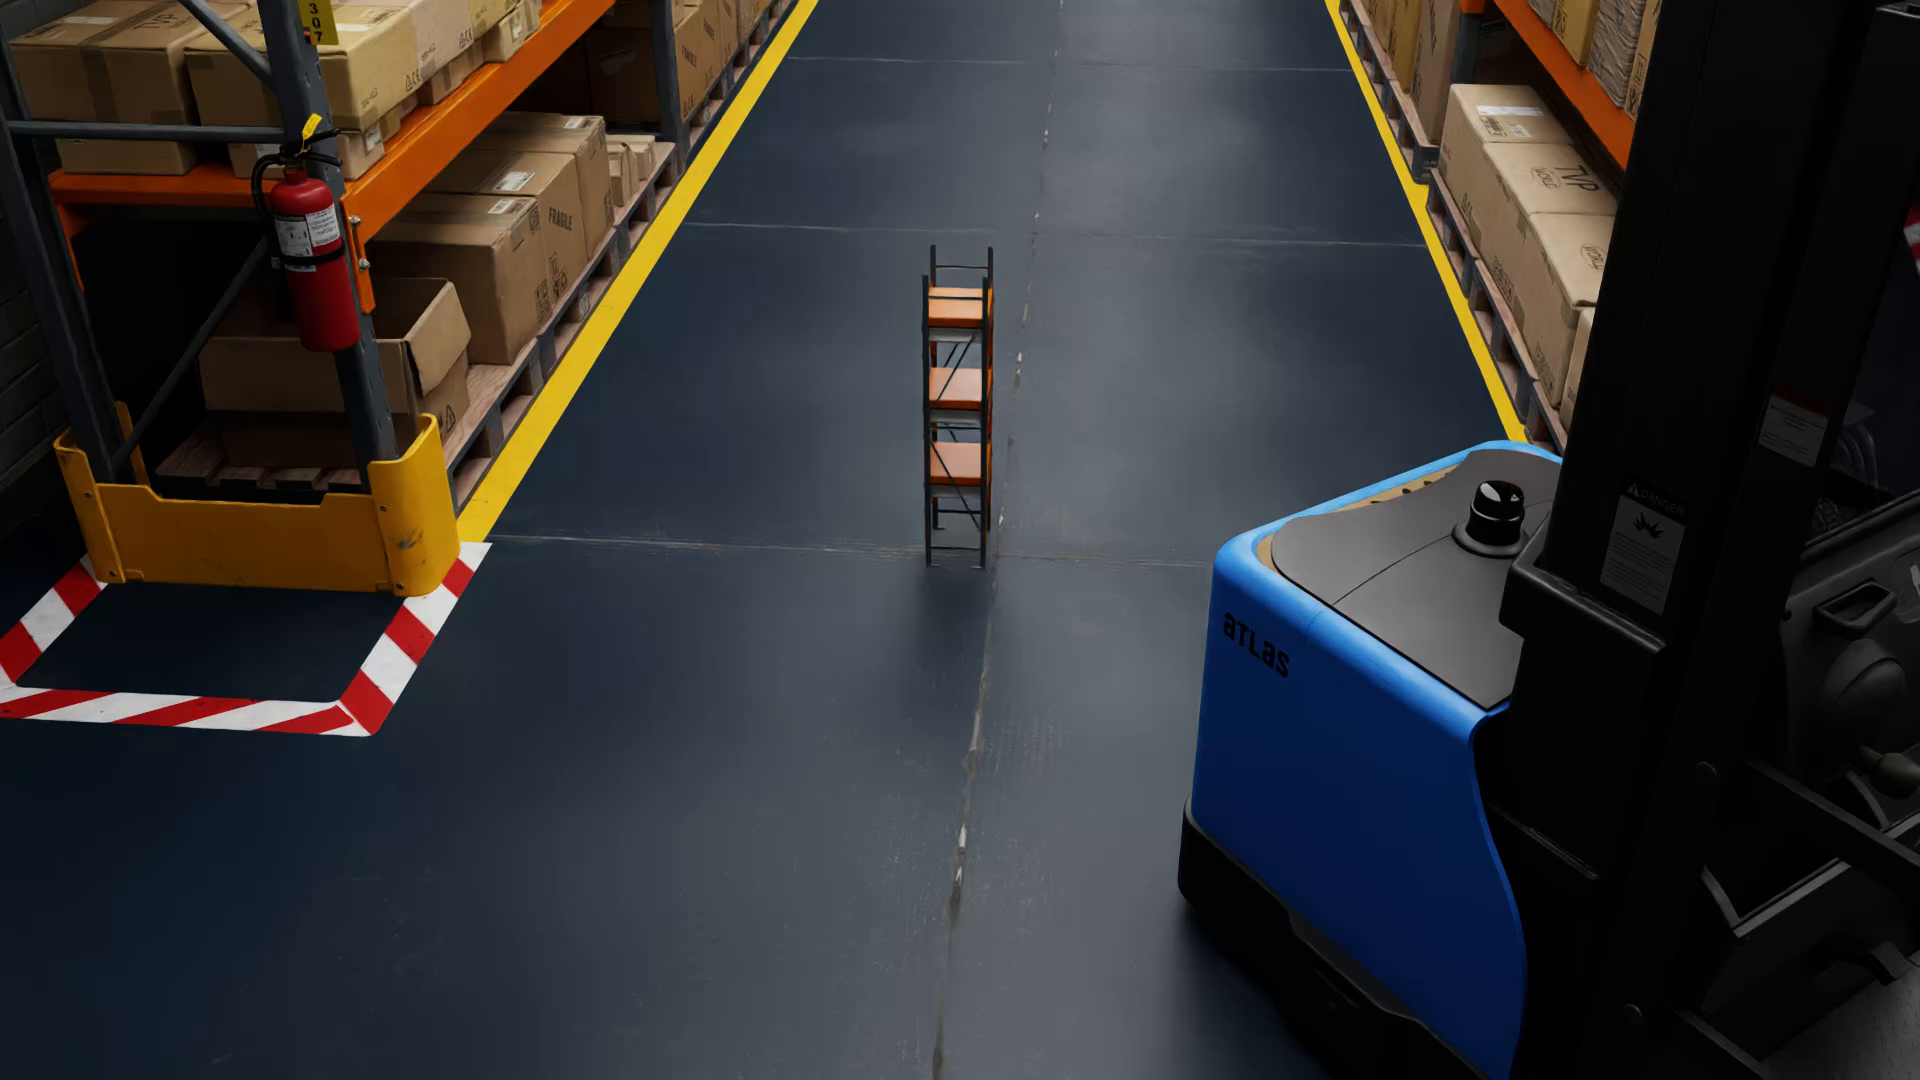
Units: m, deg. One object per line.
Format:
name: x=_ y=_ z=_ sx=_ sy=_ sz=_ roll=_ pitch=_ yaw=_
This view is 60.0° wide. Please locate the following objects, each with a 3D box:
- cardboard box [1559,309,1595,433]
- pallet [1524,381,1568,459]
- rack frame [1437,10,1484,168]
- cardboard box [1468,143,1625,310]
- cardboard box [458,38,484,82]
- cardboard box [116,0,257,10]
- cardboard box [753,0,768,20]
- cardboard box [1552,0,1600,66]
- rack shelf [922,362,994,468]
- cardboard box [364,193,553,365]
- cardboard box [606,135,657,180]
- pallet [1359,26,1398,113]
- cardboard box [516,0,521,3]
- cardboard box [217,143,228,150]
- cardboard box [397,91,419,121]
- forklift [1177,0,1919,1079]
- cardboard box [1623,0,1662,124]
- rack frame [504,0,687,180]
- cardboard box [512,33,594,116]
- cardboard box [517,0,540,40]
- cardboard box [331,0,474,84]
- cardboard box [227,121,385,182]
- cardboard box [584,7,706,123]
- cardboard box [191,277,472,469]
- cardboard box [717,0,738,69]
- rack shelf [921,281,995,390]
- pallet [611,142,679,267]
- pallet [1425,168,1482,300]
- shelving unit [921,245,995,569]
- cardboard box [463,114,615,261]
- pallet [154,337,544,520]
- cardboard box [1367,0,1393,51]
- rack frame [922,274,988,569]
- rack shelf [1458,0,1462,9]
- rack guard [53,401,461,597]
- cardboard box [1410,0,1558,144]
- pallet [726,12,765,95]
cardboard box: x=2.596 y=-0.390 z=5.565 sx=0.875 sy=0.438 sz=0.875 roll=1 pitch=32 yaw=2
pallet: x=2.629 y=-0.187 z=5.852 sx=1.003 sy=0.211 sz=1.213 roll=2 pitch=32 yaw=4
rack frame: x=2.967 y=-3.044 z=7.830 sx=1.000 sy=3.000 sz=0.127 roll=2 pitch=32 yaw=4
cardboard box: x=2.737 y=-1.340 z=7.108 sx=0.875 sy=0.438 sz=0.875 roll=2 pitch=32 yaw=3
cardboard box: x=-1.947 y=-1.758 z=5.984 sx=0.380 sy=0.149 sz=0.250 roll=3 pitch=32 yaw=5
cardboard box: x=-2.490 y=-1.747 z=5.585 sx=0.500 sy=0.250 sz=0.500 roll=3 pitch=32 yaw=4
cardboard box: x=-1.566 y=-3.695 z=10.869 sx=0.500 sy=0.500 sz=0.500 roll=4 pitch=32 yaw=6
cardboard box: x=2.534 y=-2.060 z=6.139 sx=0.500 sy=0.500 sz=0.500 roll=3 pitch=32 yaw=5
rack shelf: x=-0.004 y=-0.410 z=5.435 sx=0.215 sy=0.259 sz=0.240 roll=2 pitch=32 yaw=4
cardboard box: x=-2.053 y=-1.038 z=6.558 sx=0.700 sy=0.500 sz=0.500 roll=4 pitch=32 yaw=6
cardboard box: x=-1.733 y=-1.915 z=8.316 sx=0.380 sy=0.149 sz=0.250 roll=2 pitch=32 yaw=2
pallet: x=3.052 y=-2.903 z=10.260 sx=1.003 sy=0.211 sz=1.213 roll=2 pitch=32 yaw=4
cardboard box: x=-1.901 y=-2.248 z=6.399 sx=0.500 sy=0.250 sz=0.500 roll=2 pitch=32 yaw=3
cardboard box: x=-2.464 y=-1.370 z=5.354 sx=0.380 sy=0.149 sz=0.250 roll=3 pitch=32 yaw=5
cardboard box: x=-2.044 y=-1.490 z=5.548 sx=0.380 sy=0.149 sz=0.250 roll=2 pitch=32 yaw=3
forklift: x=1.775 y=0.181 z=2.662 sx=1.130 sy=2.935 sz=3.031 roll=-19 pitch=36 yaw=-28
cardboard box: x=2.473 y=-1.520 z=5.263 sx=0.500 sy=0.500 sz=0.500 roll=2 pitch=32 yaw=3
rack frame: x=-1.980 y=-3.254 z=8.171 sx=1.000 sy=3.000 sz=0.127 roll=2 pitch=32 yaw=4
cardboard box: x=-2.235 y=-2.638 z=9.154 sx=0.500 sy=0.500 sz=0.500 roll=2 pitch=32 yaw=4
cardboard box: x=-1.850 y=-2.026 z=6.418 sx=0.380 sy=0.149 sz=0.250 roll=3 pitch=32 yaw=5
cardboard box: x=-1.959 y=-1.715 z=5.533 sx=0.500 sy=0.250 sz=0.500 roll=3 pitch=32 yaw=5
cardboard box: x=-2.006 y=-1.216 z=5.103 sx=0.380 sy=0.149 sz=0.250 roll=2 pitch=32 yaw=4
cardboard box: x=-1.716 y=-2.612 z=9.112 sx=0.500 sy=0.500 sz=0.500 roll=4 pitch=32 yaw=6
cardboard box: x=-2.161 y=-0.594 z=5.835 sx=0.797 sy=0.503 sz=0.637 roll=1 pitch=32 yaw=2
cardboard box: x=-1.638 y=-3.152 z=9.988 sx=0.500 sy=0.500 sz=0.500 roll=2 pitch=32 yaw=3
rack shelf: x=-0.004 y=-0.652 z=5.286 sx=0.215 sy=0.259 sz=0.240 roll=2 pitch=32 yaw=4
pallet: x=-2.037 y=-1.708 z=8.320 sx=1.003 sy=0.211 sz=1.213 roll=2 pitch=32 yaw=4
pallet: x=2.828 y=-1.463 z=7.922 sx=1.003 sy=0.211 sz=1.213 roll=2 pitch=32 yaw=4
shelving unit: x=-0.004 y=-0.419 z=5.429 sx=0.215 sy=1.050 sz=0.252 roll=2 pitch=32 yaw=4
cardboard box: x=-1.969 y=-1.581 z=7.439 sx=0.700 sy=0.500 sz=0.500 roll=1 pitch=32 yaw=2
pallet: x=-2.236 y=-0.432 z=6.250 sx=1.003 sy=0.211 sz=1.213 roll=2 pitch=32 yaw=4
cardboard box: x=3.077 y=-3.586 z=10.335 sx=0.875 sy=0.875 sz=0.875 roll=3 pitch=32 yaw=5
rack frame: x=-0.014 y=-0.355 z=5.326 sx=0.200 sy=1.050 sz=0.008 roll=2 pitch=32 yaw=4
rack shelf: x=3.130 y=-3.784 z=9.716 sx=1.077 sy=0.370 sz=4.000 roll=2 pitch=32 yaw=4
rack guard: x=-2.300 y=-0.138 z=5.498 sx=1.175 sy=0.500 sz=0.348 roll=2 pitch=32 yaw=4
cardboard box: x=2.938 y=-2.646 z=8.809 sx=0.875 sy=0.875 sz=0.875 roll=3 pitch=32 yaw=6
pallet: x=-1.855 y=-3.134 z=10.634 sx=1.003 sy=0.211 sz=1.213 roll=2 pitch=32 yaw=4
